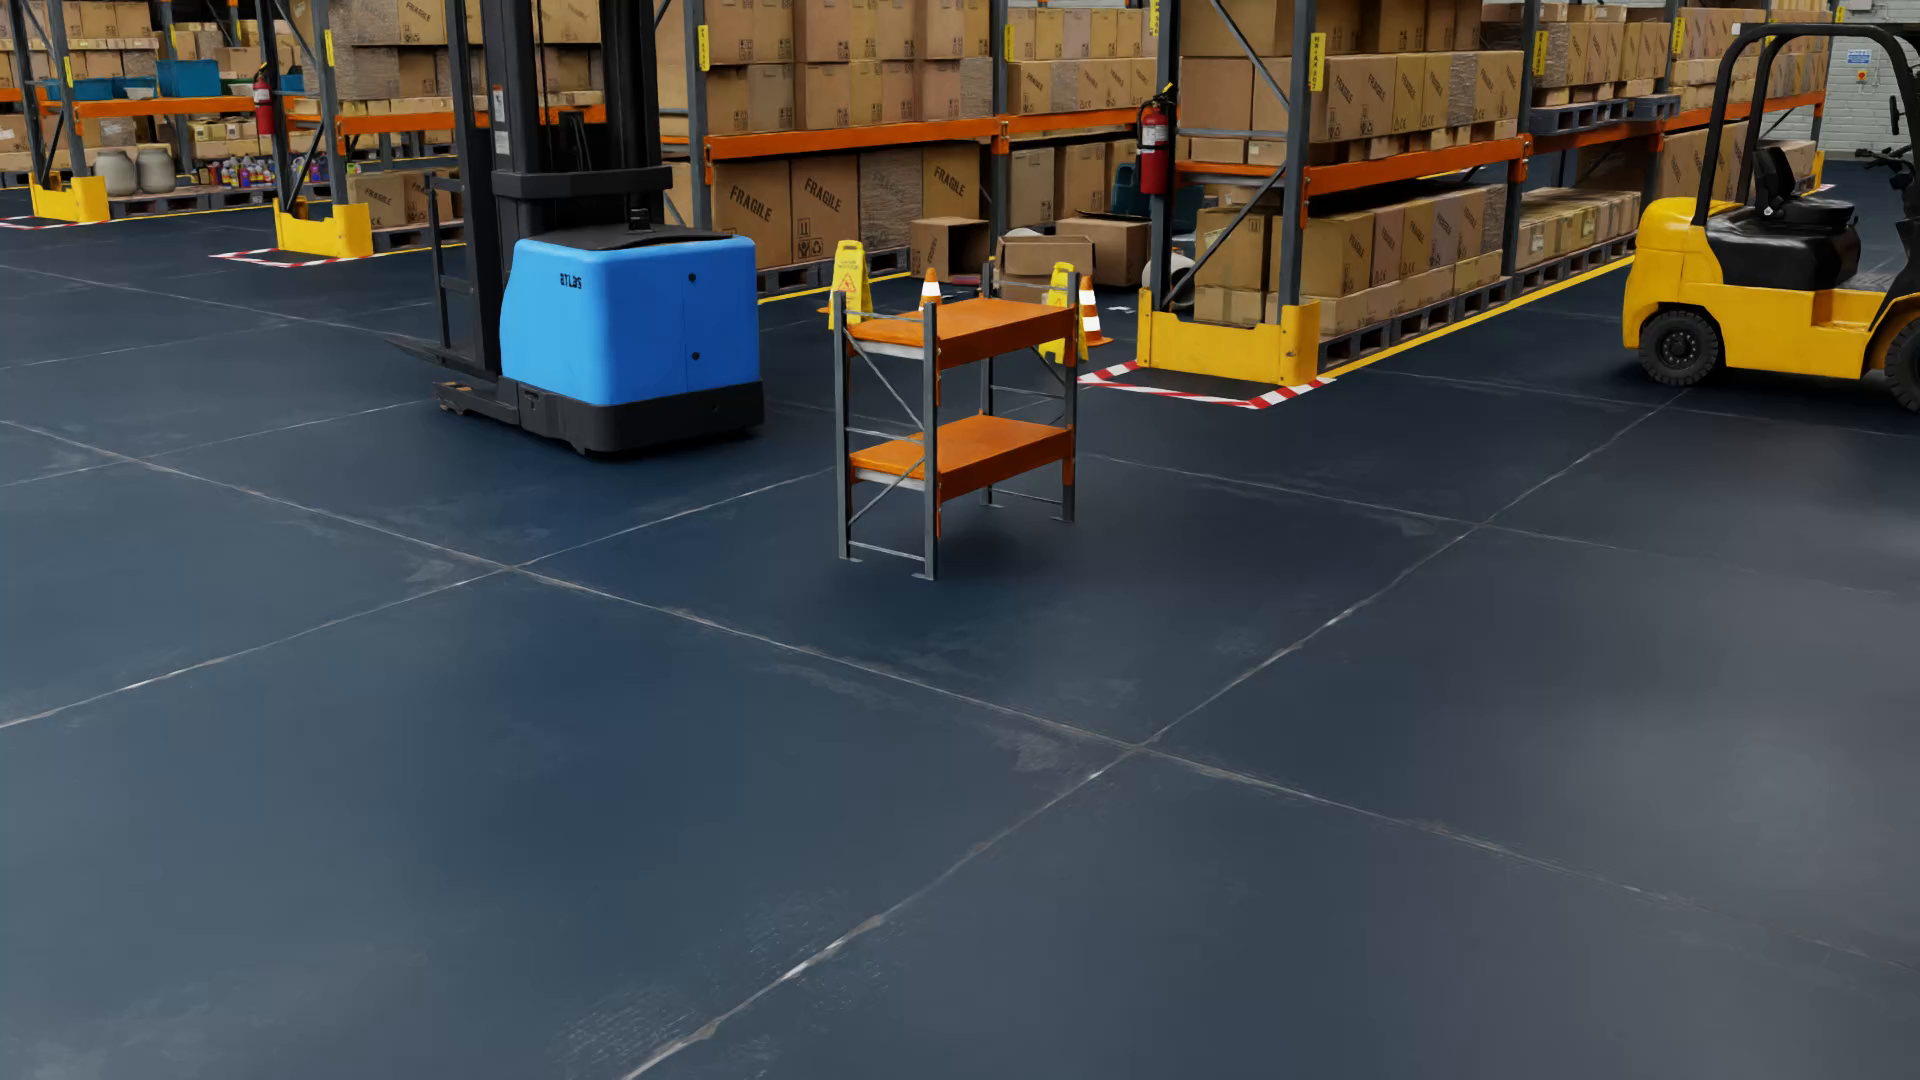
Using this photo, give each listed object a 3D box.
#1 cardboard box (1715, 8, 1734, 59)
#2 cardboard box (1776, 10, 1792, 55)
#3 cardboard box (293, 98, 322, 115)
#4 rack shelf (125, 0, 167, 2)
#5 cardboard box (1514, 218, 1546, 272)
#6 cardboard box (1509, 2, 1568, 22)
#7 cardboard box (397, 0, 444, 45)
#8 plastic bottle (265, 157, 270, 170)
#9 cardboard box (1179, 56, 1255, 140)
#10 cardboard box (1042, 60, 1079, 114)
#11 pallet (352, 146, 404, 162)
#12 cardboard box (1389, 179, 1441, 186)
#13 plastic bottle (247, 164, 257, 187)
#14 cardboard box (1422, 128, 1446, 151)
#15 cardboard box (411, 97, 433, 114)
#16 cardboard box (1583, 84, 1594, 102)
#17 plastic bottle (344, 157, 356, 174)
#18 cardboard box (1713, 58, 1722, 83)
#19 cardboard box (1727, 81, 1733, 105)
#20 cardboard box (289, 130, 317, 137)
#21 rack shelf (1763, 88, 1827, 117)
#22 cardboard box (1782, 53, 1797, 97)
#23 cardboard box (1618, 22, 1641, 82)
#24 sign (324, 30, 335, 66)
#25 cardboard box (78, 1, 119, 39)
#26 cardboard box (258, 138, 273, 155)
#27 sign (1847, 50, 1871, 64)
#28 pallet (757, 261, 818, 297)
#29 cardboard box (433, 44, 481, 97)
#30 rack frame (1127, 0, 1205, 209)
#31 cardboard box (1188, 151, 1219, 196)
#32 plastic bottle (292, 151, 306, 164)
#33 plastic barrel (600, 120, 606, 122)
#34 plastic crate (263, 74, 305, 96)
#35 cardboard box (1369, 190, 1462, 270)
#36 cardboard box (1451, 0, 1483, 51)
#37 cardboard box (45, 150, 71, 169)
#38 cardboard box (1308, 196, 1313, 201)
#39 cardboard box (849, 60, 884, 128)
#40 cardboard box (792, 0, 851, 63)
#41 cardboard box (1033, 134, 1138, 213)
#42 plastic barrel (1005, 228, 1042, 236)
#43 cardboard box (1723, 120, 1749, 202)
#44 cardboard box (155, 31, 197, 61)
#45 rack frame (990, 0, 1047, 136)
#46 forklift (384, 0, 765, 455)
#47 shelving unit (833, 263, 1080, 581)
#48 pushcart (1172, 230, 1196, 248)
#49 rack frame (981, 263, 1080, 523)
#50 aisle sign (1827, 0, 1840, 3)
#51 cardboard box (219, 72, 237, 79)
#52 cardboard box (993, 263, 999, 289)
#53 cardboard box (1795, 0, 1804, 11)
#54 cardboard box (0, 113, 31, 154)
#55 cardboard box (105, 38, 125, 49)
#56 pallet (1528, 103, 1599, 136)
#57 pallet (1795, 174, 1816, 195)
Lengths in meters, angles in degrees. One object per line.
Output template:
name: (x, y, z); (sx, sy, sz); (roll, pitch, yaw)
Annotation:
cardboard box: (7.833, -5.367, 17.613); (0.500, 0.500, 0.500); (13, 21, 36)
cardboard box: (9.599, -6.075, 19.894); (0.500, 0.500, 0.500); (12, 21, 34)
cardboard box: (-6.290, -4.237, 16.255); (0.380, 0.149, 0.250); (12, 21, 35)
rack shelf: (-13.056, -7.570, 22.717); (1.077, 0.370, 4.000); (12, 21, 35)
cardboard box: (4.358, -2.526, 14.042); (0.950, 0.372, 0.625); (13, 21, 35)
cardboard box: (4.612, -4.204, 13.252); (0.380, 0.149, 0.250); (12, 21, 34)
cardboard box: (-5.444, -5.121, 16.321); (0.500, 0.500, 0.500); (12, 21, 35)
plastic bottle: (-8.947, -4.798, 21.475); (0.061, 0.283, 0.133); (14, 22, 37)
cardboard box: (1.766, -2.870, 10.757); (0.500, 0.500, 0.500); (12, 21, 34)
cardboard box: (0.842, -4.551, 16.673); (0.500, 0.500, 0.500); (13, 21, 35)
pallet: (-10.003, -6.389, 27.462); (1.003, 0.211, 1.213); (12, 21, 35)
cardboard box: (3.479, -2.607, 13.246); (0.500, 0.500, 0.500); (14, 22, 37)
plastic bottle: (-8.737, -4.494, 20.515); (0.097, 0.271, 0.097); (0, 17, 0)
cardboard box: (3.198, -2.838, 11.749); (0.380, 0.149, 0.250); (13, 21, 35)
cardboard box: (-5.476, -4.335, 16.569); (0.380, 0.149, 0.250); (12, 21, 35)
cardboard box: (5.230, -3.862, 14.339); (0.380, 0.149, 0.250); (13, 21, 35)
plastic bottle: (-7.911, -4.821, 21.549); (0.061, 0.283, 0.133); (14, 22, 37)
cardboard box: (7.860, -5.009, 17.727); (0.500, 0.250, 0.500); (13, 21, 36)
cardboard box: (8.129, -4.899, 18.215); (0.500, 0.250, 0.500); (12, 21, 33)
cardboard box: (-10.503, -6.533, 26.207); (0.500, 0.311, 0.500); (13, 22, 36)
rack shelf: (10.006, -5.493, 21.087); (1.077, 0.370, 4.000); (12, 21, 35)
cardboard box: (9.909, -5.710, 20.404); (0.500, 0.500, 0.500); (13, 21, 35)
cardboard box: (5.784, -4.395, 14.960); (0.500, 0.500, 0.500); (11, 20, 31)
sign: (-5.859, -4.571, 15.445); (0.100, 0.325, 0.005); (12, 21, 35)
cardboard box: (-12.424, -7.397, 23.650); (0.700, 0.500, 0.500); (12, 21, 35)
cardboard box: (-10.813, -6.142, 25.893); (0.500, 0.250, 0.500); (12, 21, 33)
sign: (14.536, -7.812, 26.886); (0.327, 0.218, 0.001); (12, 21, 35)
pallet: (-1.958, -2.225, 14.053); (1.003, 0.211, 1.213); (12, 21, 35)
cardboard box: (-5.411, -4.821, 17.040); (0.875, 0.500, 0.500); (12, 21, 35)
rack frame: (2.395, -5.258, 19.117); (1.000, 3.000, 0.127); (12, 21, 35)
cardboard box: (3.022, -4.388, 19.823); (0.500, 0.500, 0.500); (11, 21, 32)
plastic bottle: (-8.587, -4.882, 21.630); (0.144, 0.351, 0.185); (12, 21, 35)
plastic barrel: (-5.228, -6.317, 25.480); (0.600, 0.830, 0.708); (12, 21, 35)
plastic crate: (-8.330, -5.698, 20.787); (0.499, 0.251, 0.616); (12, 21, 35)
cardboard box: (3.306, -2.269, 12.155); (0.500, 0.500, 0.500); (14, 22, 38)
cardboard box: (3.611, -4.055, 12.889); (0.700, 0.500, 0.500); (12, 21, 34)
cardboard box: (-12.855, -5.337, 23.301); (0.500, 0.250, 0.500); (12, 21, 35)
cardboard box: (2.249, -2.453, 11.654); (0.380, 0.149, 0.250); (13, 21, 36)
cardboard box: (-1.159, -3.900, 14.492); (0.875, 0.550, 0.500); (12, 21, 35)
cardboard box: (-1.423, -4.278, 13.888); (0.875, 0.550, 0.550); (12, 21, 35)
cardboard box: (1.442, -4.046, 18.301); (1.050, 0.750, 0.750); (13, 21, 36)
plastic barrel: (0.568, -2.534, 14.689); (0.421, 0.421, 0.512); (-4, 18, -13)
cardboard box: (8.509, -4.384, 19.178); (0.875, 0.875, 0.875); (13, 22, 36)
cardboard box: (-14.045, -8.791, 29.583); (0.700, 0.500, 0.500); (10, 20, 30)
rack frame: (0.856, -7.111, 25.085); (1.000, 3.000, 0.127); (12, 21, 35)
forklift: (-2.421, -2.202, 9.393); (1.130, 2.935, 3.031); (-15, 23, -40)
shelving unit: (0.004, -0.539, 7.082); (0.538, 1.125, 1.048); (12, 21, 35)
pushcart: (2.187, -2.593, 14.958); (1.648, 0.377, 0.936); (5, 18, 16)
rack frame: (0.307, -0.660, 7.472); (0.500, 1.125, 0.032); (12, 21, 35)
aisle sign: (11.490, -7.517, 22.007); (0.394, 0.787, 0.004); (12, 21, 35)
cardboard box: (-11.173, -7.012, 25.190); (0.380, 0.149, 0.250); (12, 21, 35)
cardboard box: (0.467, -2.265, 14.089); (0.258, 0.266, 0.396); (-16, 23, -41)
cardboard box: (10.133, -6.584, 20.439); (0.380, 0.149, 0.250); (12, 21, 35)
cardboard box: (-13.166, -5.579, 22.816); (0.500, 0.500, 0.500); (12, 21, 35)
cardboard box: (-12.158, -7.091, 23.757); (0.380, 0.149, 0.250); (12, 21, 33)
pallet: (4.620, -3.519, 13.842); (1.003, 0.211, 1.213); (12, 21, 35)
pallet: (10.784, -4.777, 22.270); (1.003, 0.211, 1.213); (12, 21, 35)
